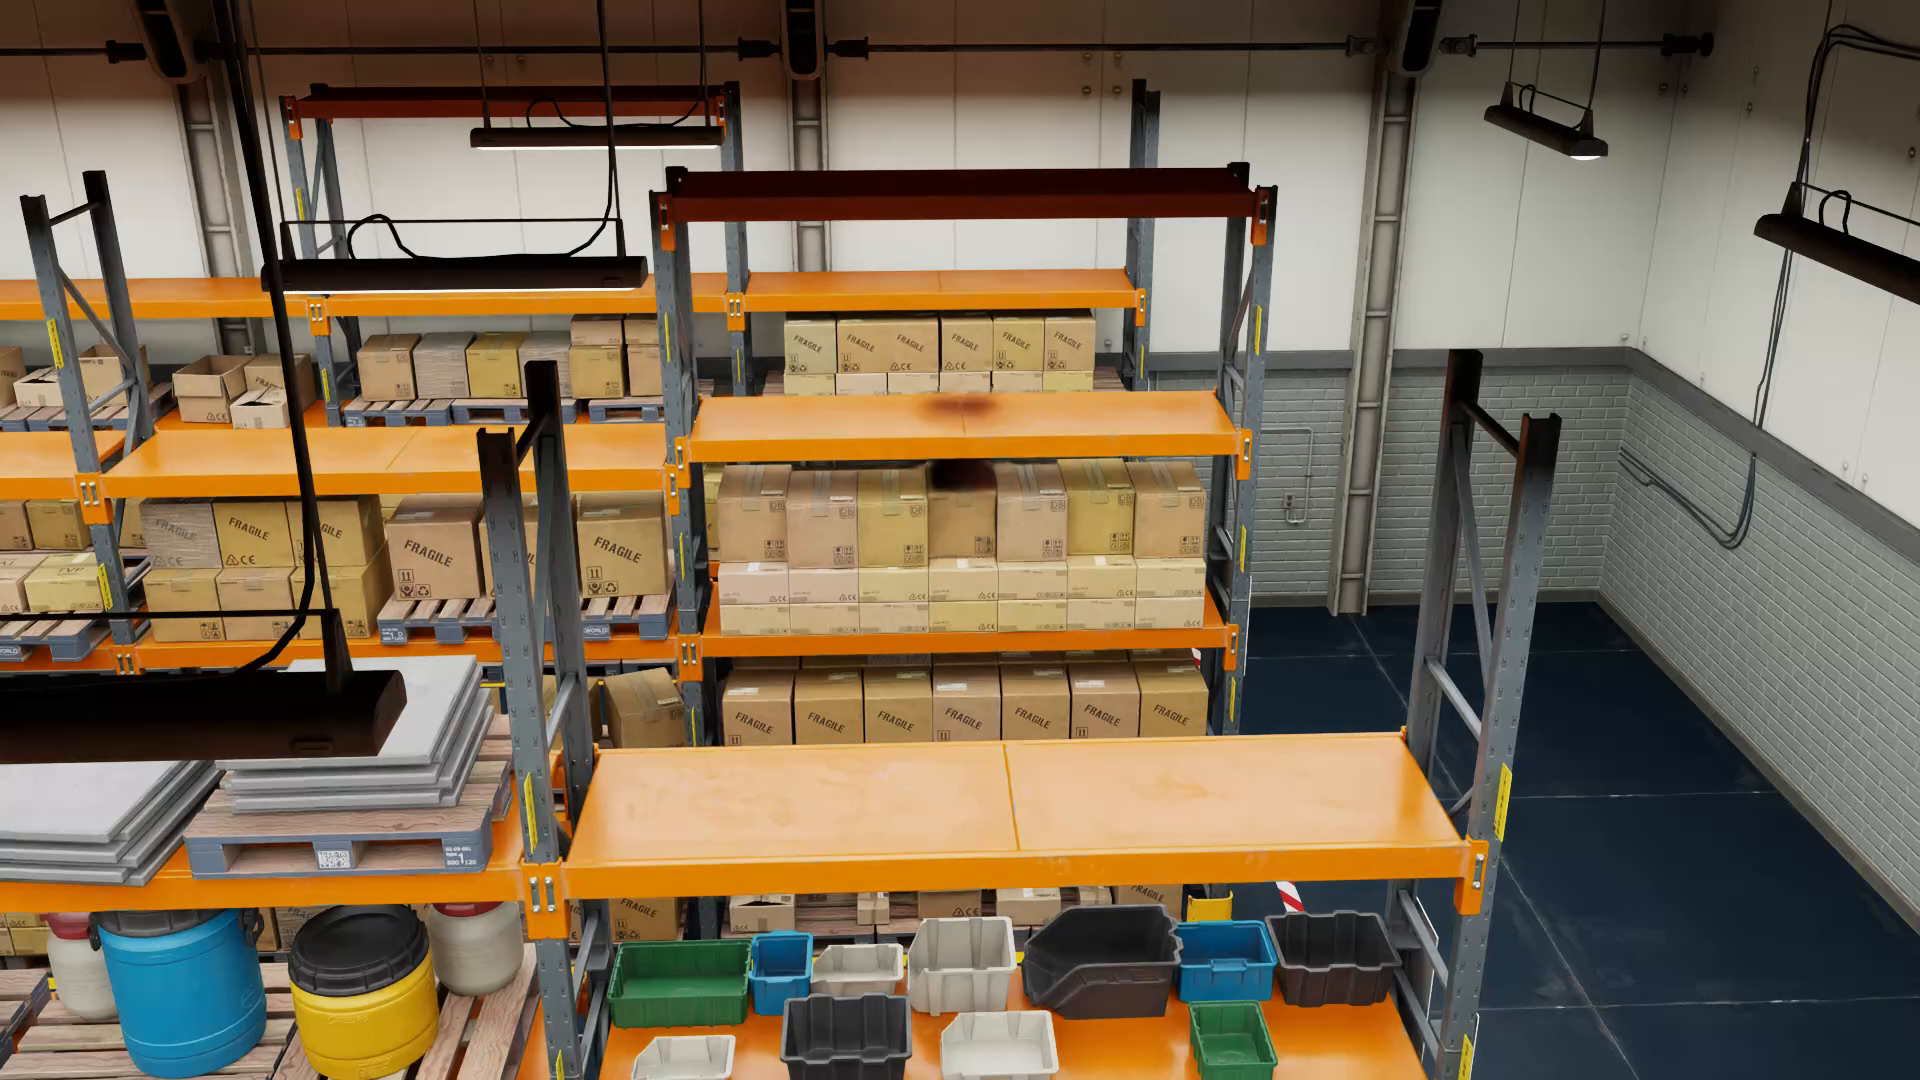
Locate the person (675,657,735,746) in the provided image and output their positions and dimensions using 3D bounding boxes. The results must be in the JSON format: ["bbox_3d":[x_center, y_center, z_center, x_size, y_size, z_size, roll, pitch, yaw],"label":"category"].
[{"bbox_3d":[-2.386,1.323,15.631,0.601,1.725,0.530,4,22,9],"label":"person"}]
